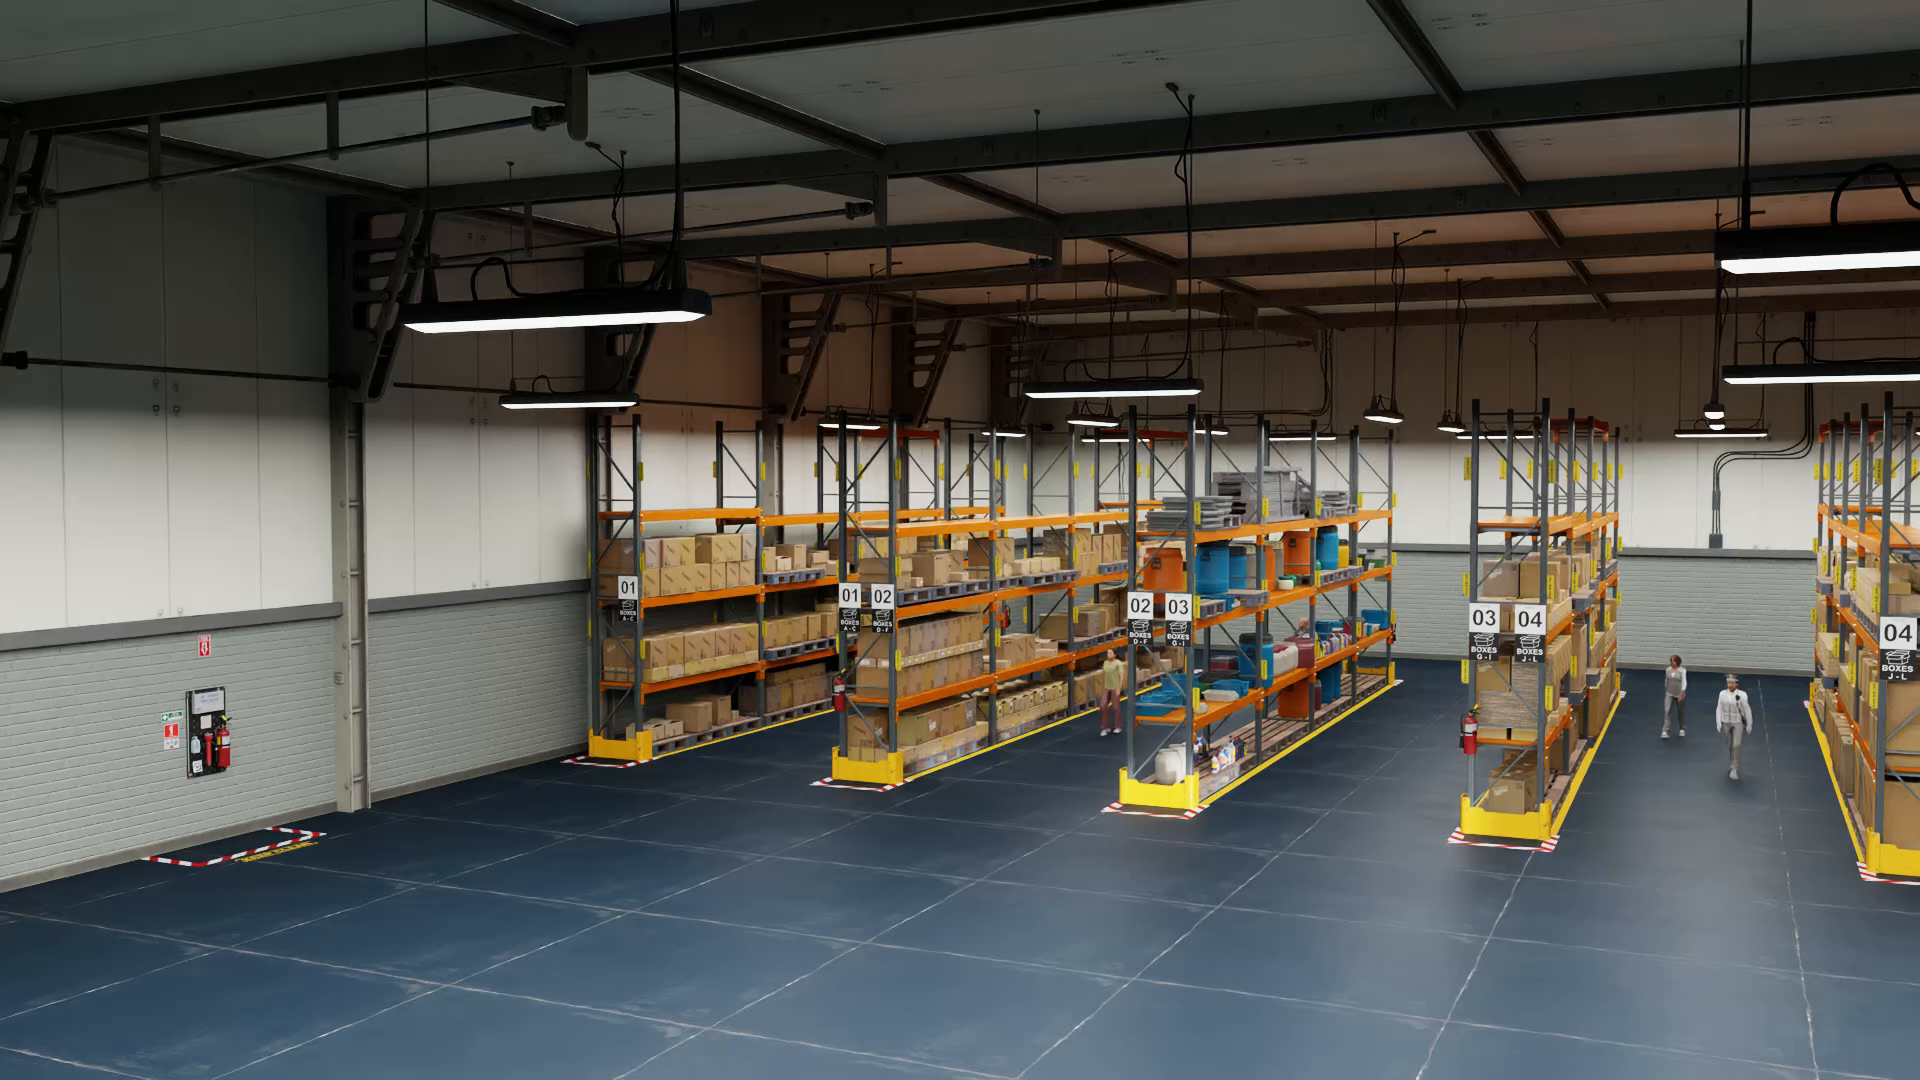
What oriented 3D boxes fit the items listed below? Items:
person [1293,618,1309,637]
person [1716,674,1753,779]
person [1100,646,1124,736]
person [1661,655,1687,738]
[{"bbox_3d":[7.725,2.604,37.761,0.627,1.662,1.056,2,3,43],"label":"person"},{"bbox_3d":[12.719,3.034,27.396,0.867,1.647,0.518,-2,3,-43],"label":"person"},{"bbox_3d":[2.901,2.881,31.677,0.496,1.728,0.536,2,3,40],"label":"person"},{"bbox_3d":[13.368,2.923,31.117,0.432,1.552,0.903,2,3,40],"label":"person"}]
